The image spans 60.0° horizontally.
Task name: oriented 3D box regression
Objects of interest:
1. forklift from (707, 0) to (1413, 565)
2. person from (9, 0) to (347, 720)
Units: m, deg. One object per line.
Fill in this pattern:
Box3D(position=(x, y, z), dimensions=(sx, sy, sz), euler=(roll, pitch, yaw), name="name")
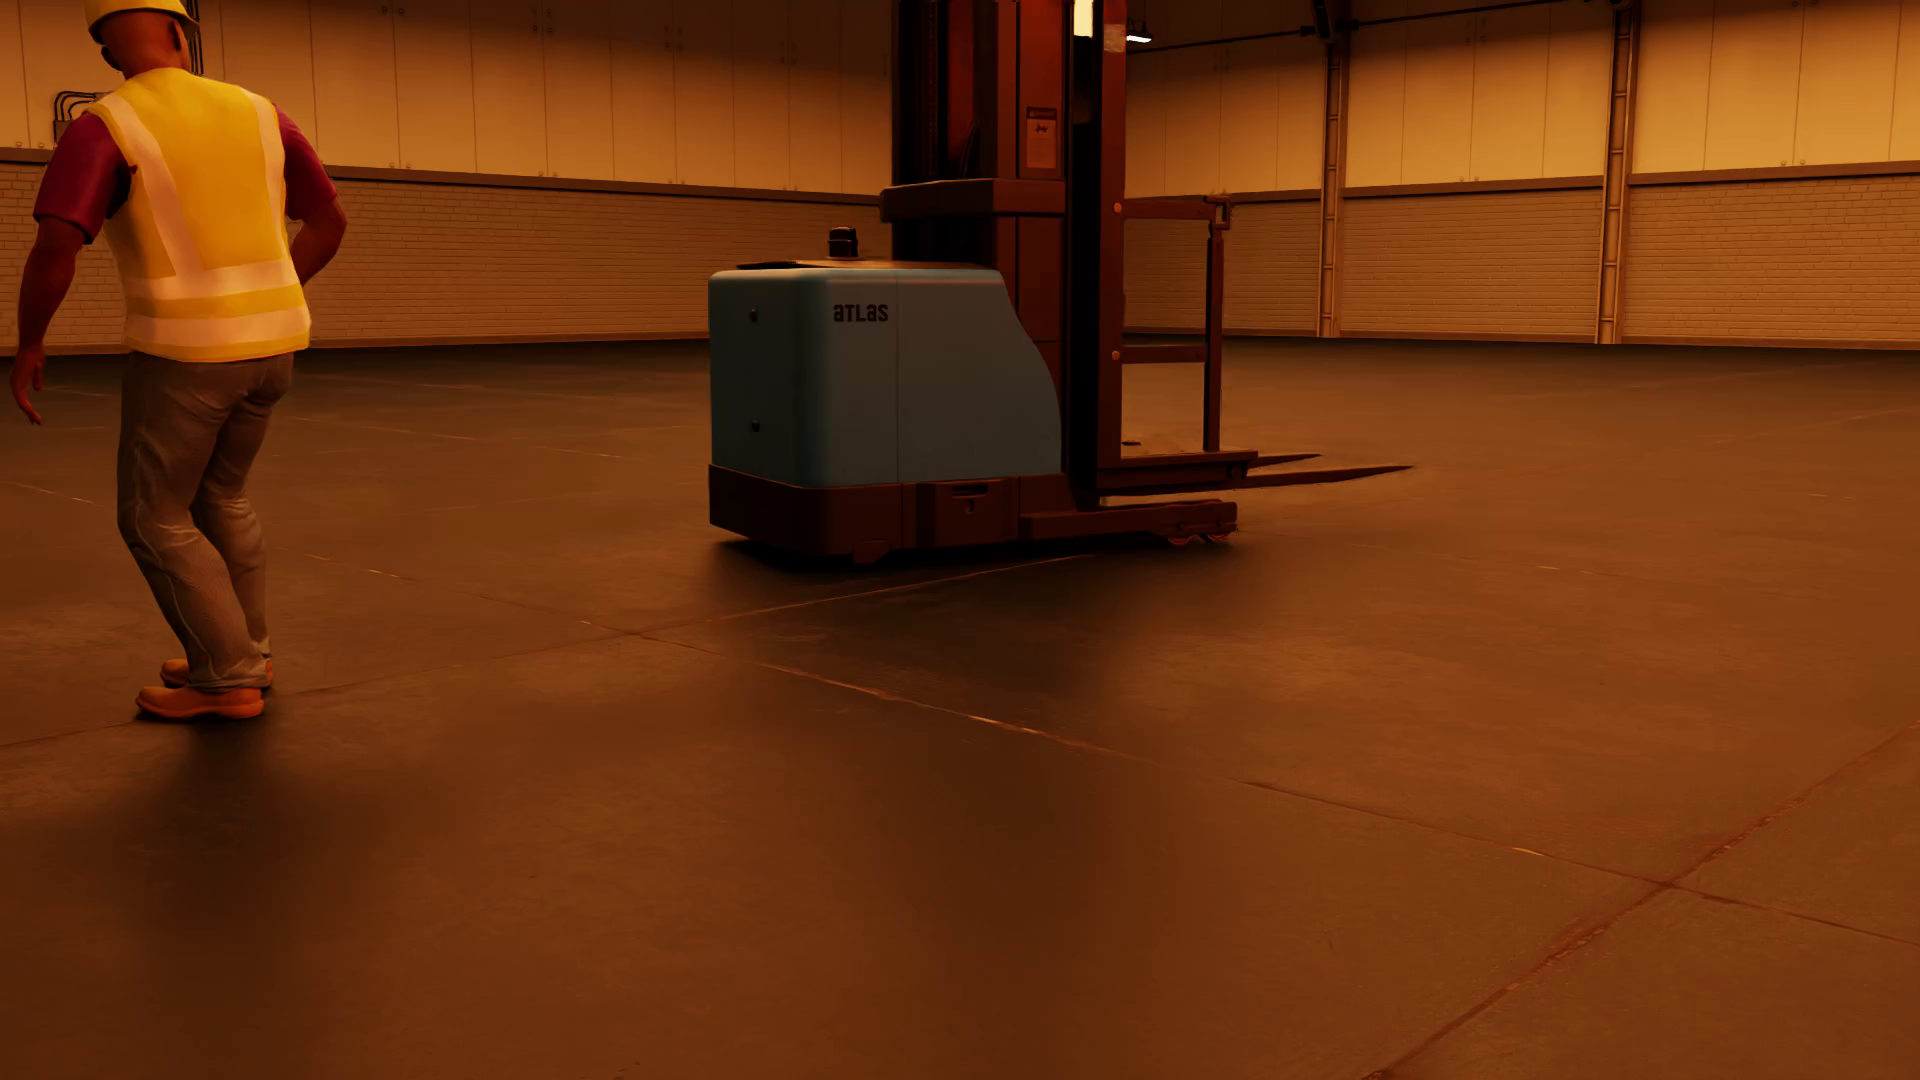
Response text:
Box3D(position=(0.534, -1.493, 6.791), dimensions=(3.031, 2.935, 1.130), euler=(-5, 10, -28), name="forklift")
Box3D(position=(-1.862, -0.449, 3.925), dimensions=(0.510, 1.727, 0.778), euler=(3, 9, 22), name="person")
